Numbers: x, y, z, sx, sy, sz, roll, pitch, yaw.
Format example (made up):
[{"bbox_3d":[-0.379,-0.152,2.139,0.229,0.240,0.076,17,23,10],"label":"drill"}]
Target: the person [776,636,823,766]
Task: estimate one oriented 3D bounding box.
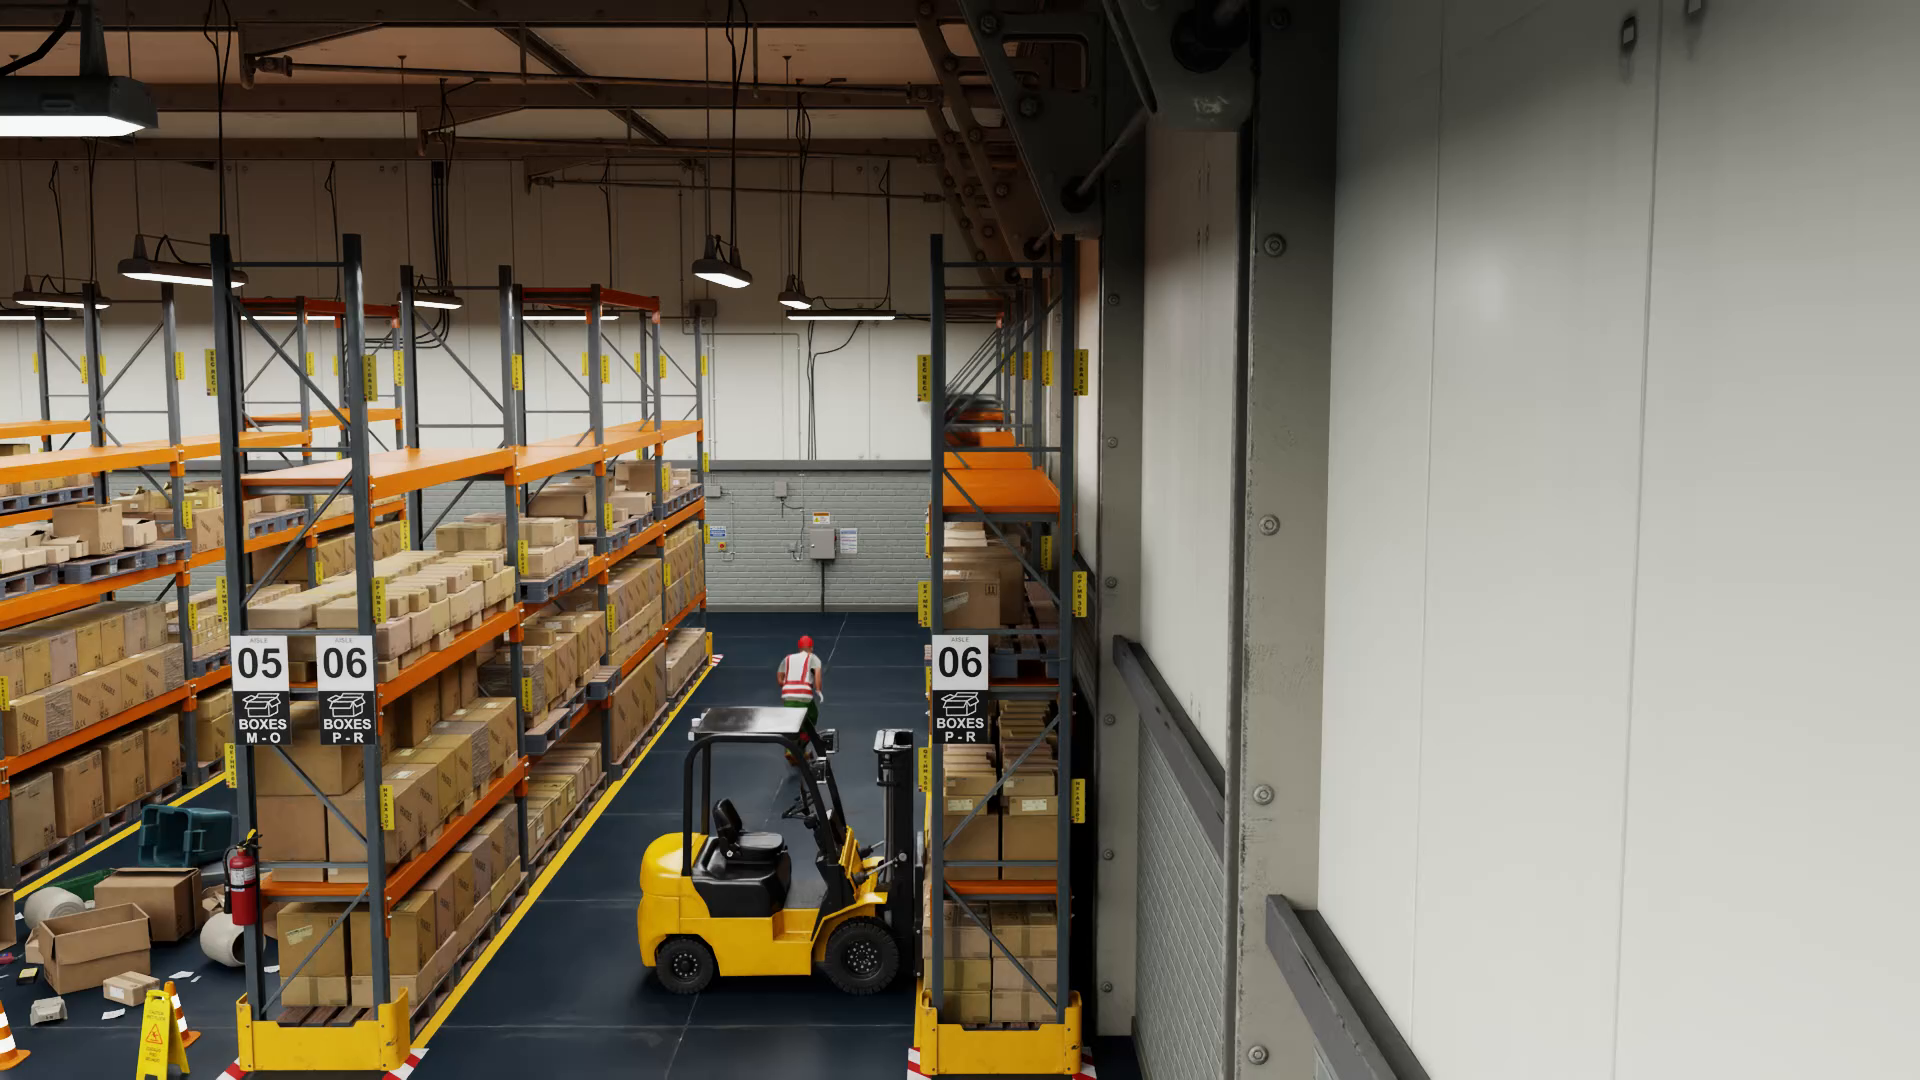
[{"bbox_3d":[-2.072,2.062,21.010,0.648,1.582,1.169,1,6,13],"label":"person"}]
